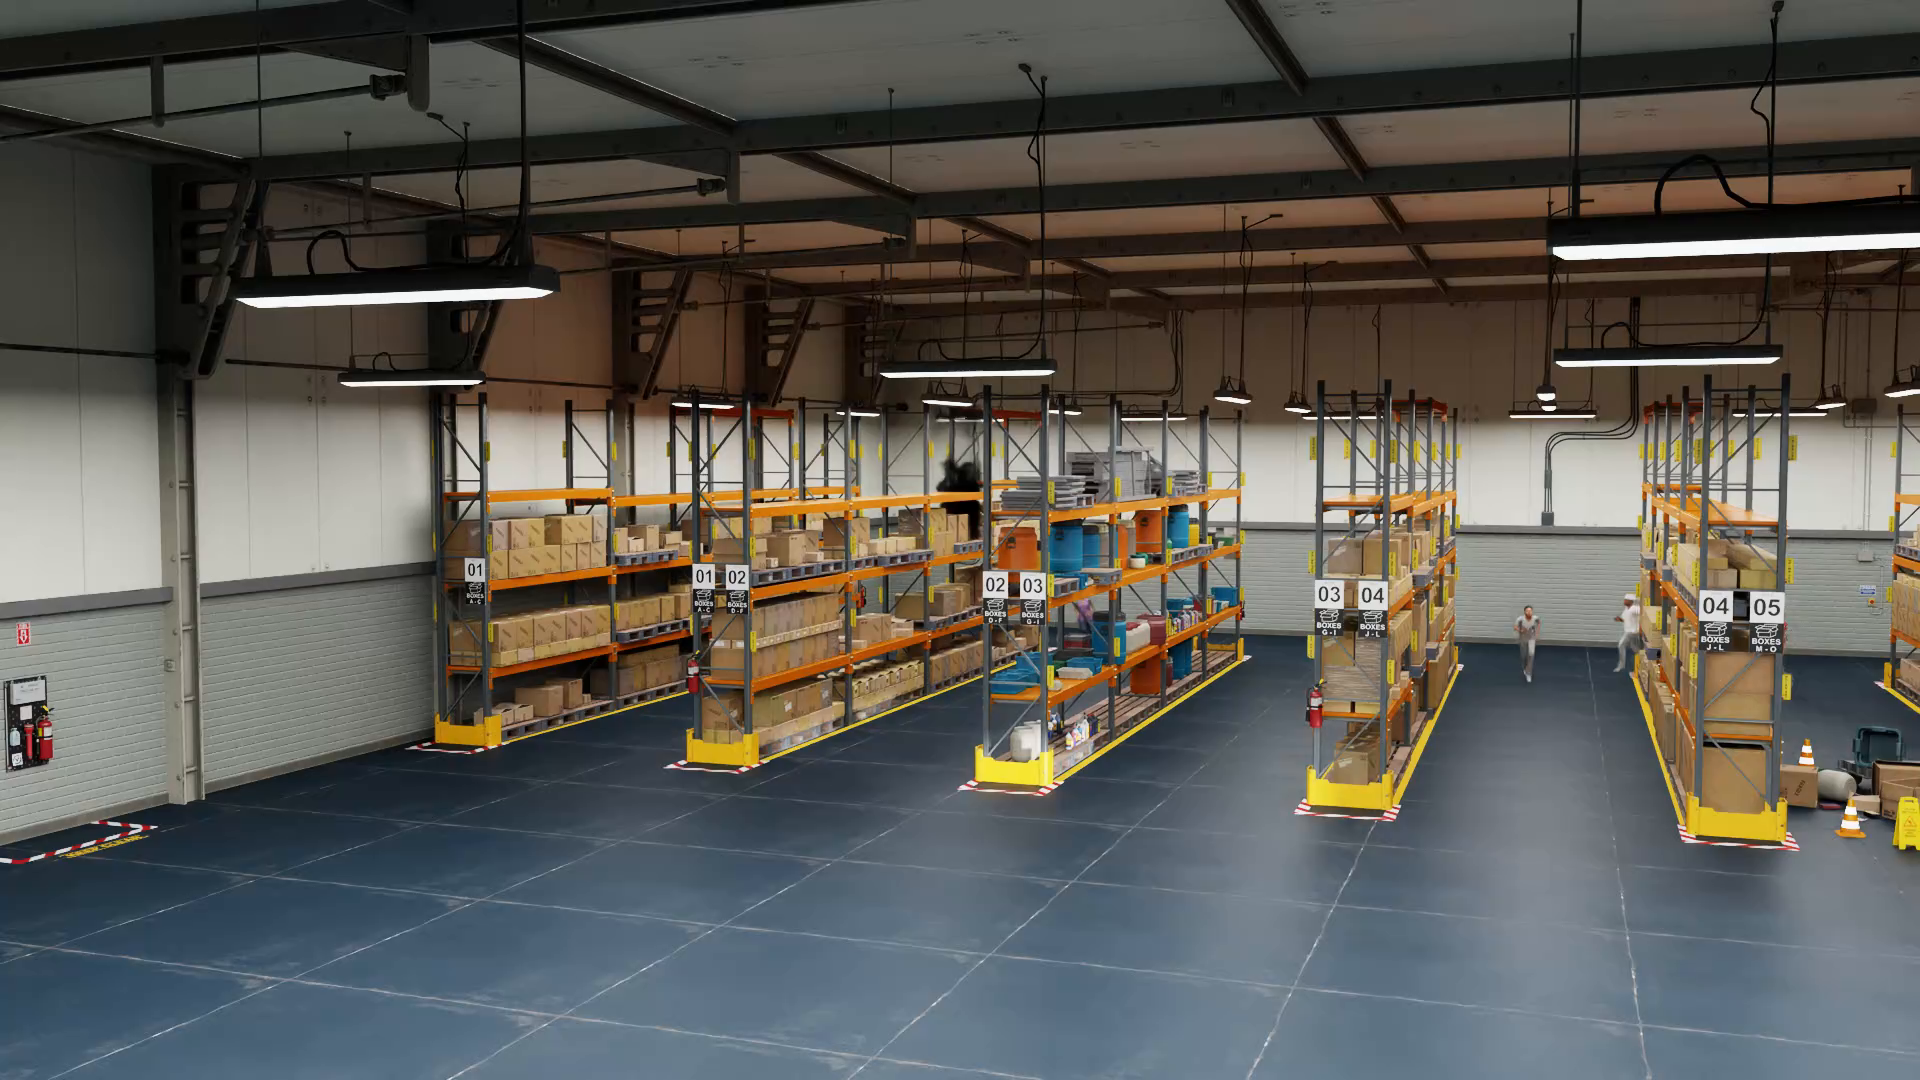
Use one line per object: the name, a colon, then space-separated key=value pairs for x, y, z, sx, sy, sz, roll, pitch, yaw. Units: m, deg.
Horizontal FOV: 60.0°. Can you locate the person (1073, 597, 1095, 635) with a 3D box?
person: x=2.990 y=1.907 z=40.130 sx=0.533 sy=1.544 sz=0.609 roll=1 pitch=3 yaw=10

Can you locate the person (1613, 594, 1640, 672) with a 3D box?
person: x=15.284 y=2.115 z=37.790 sx=0.870 sy=1.789 sz=0.713 roll=1 pitch=3 yaw=10

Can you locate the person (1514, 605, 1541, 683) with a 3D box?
person: x=12.432 y=2.246 z=36.468 sx=0.567 sy=1.671 sz=1.012 roll=1 pitch=3 yaw=17
